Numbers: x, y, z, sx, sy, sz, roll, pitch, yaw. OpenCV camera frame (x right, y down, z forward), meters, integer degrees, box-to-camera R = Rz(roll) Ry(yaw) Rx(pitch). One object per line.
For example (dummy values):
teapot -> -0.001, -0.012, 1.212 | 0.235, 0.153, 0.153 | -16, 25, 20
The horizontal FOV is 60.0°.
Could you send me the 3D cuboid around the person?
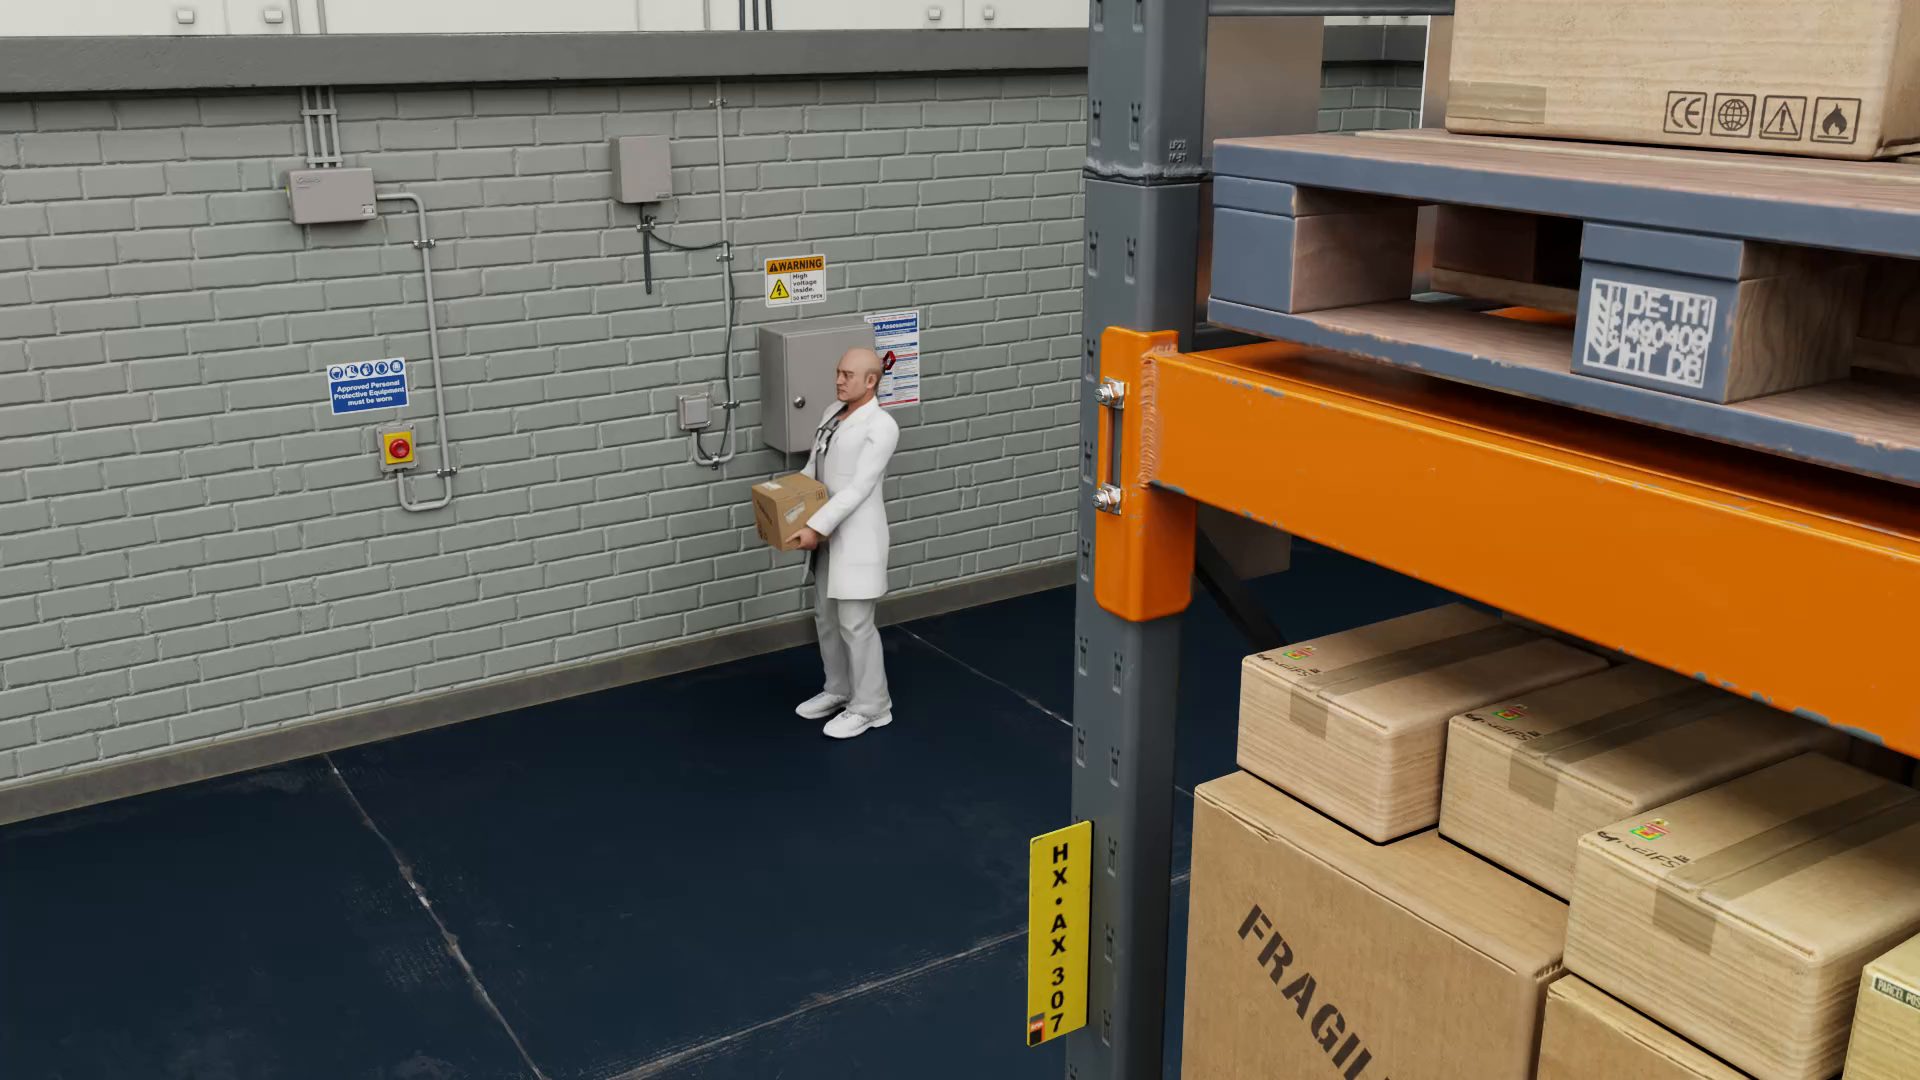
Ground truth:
person -> -0.592, 0.020, 7.526 | 0.560, 1.772, 0.529 | -11, 21, -30
